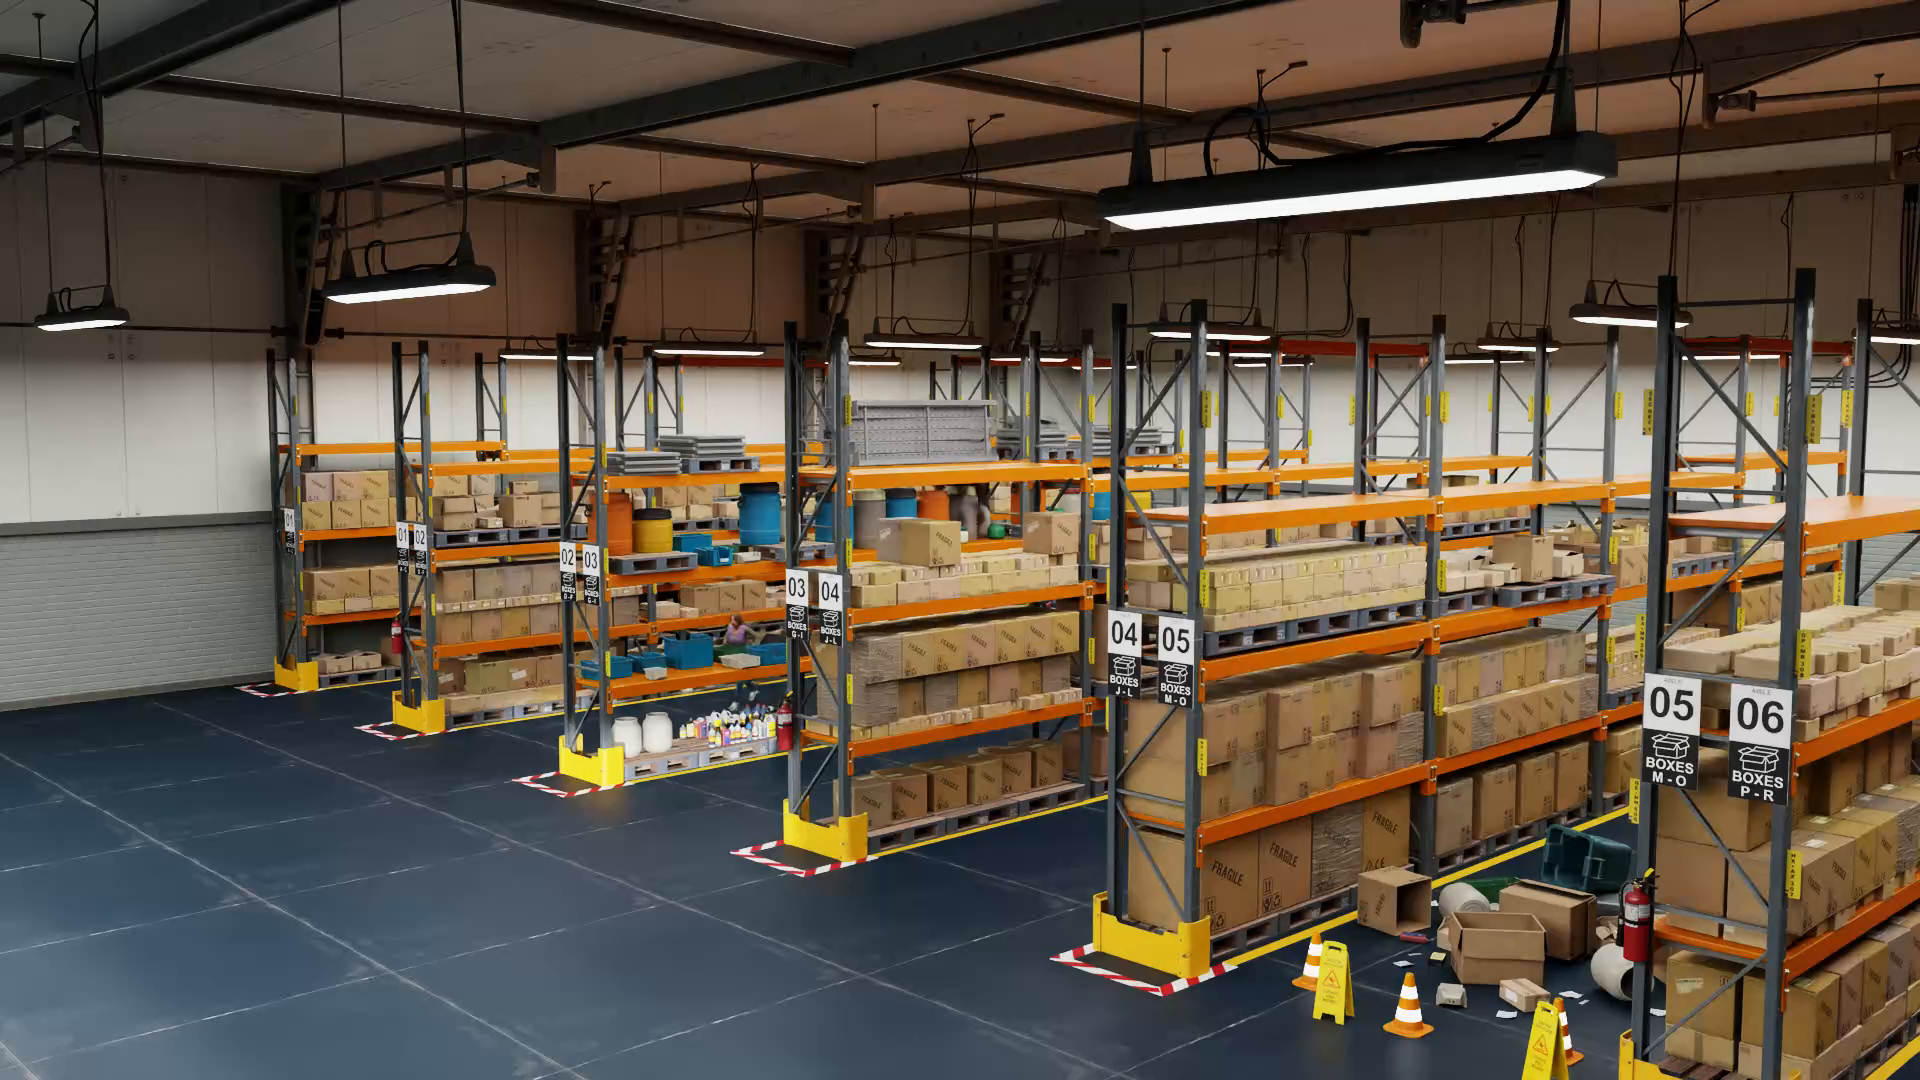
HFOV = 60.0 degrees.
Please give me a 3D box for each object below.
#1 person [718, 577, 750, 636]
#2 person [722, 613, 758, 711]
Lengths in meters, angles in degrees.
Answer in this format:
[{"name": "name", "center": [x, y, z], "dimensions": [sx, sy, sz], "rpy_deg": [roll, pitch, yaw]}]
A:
[{"name": "person", "center": [-4.494, 1.450, 33.525], "dimensions": [0.666, 1.625, 0.910], "rpy_deg": [2, 5, 21]}, {"name": "person", "center": [-3.622, 1.978, 27.578], "dimensions": [0.546, 1.573, 0.909], "rpy_deg": [2, 6, 26]}]
